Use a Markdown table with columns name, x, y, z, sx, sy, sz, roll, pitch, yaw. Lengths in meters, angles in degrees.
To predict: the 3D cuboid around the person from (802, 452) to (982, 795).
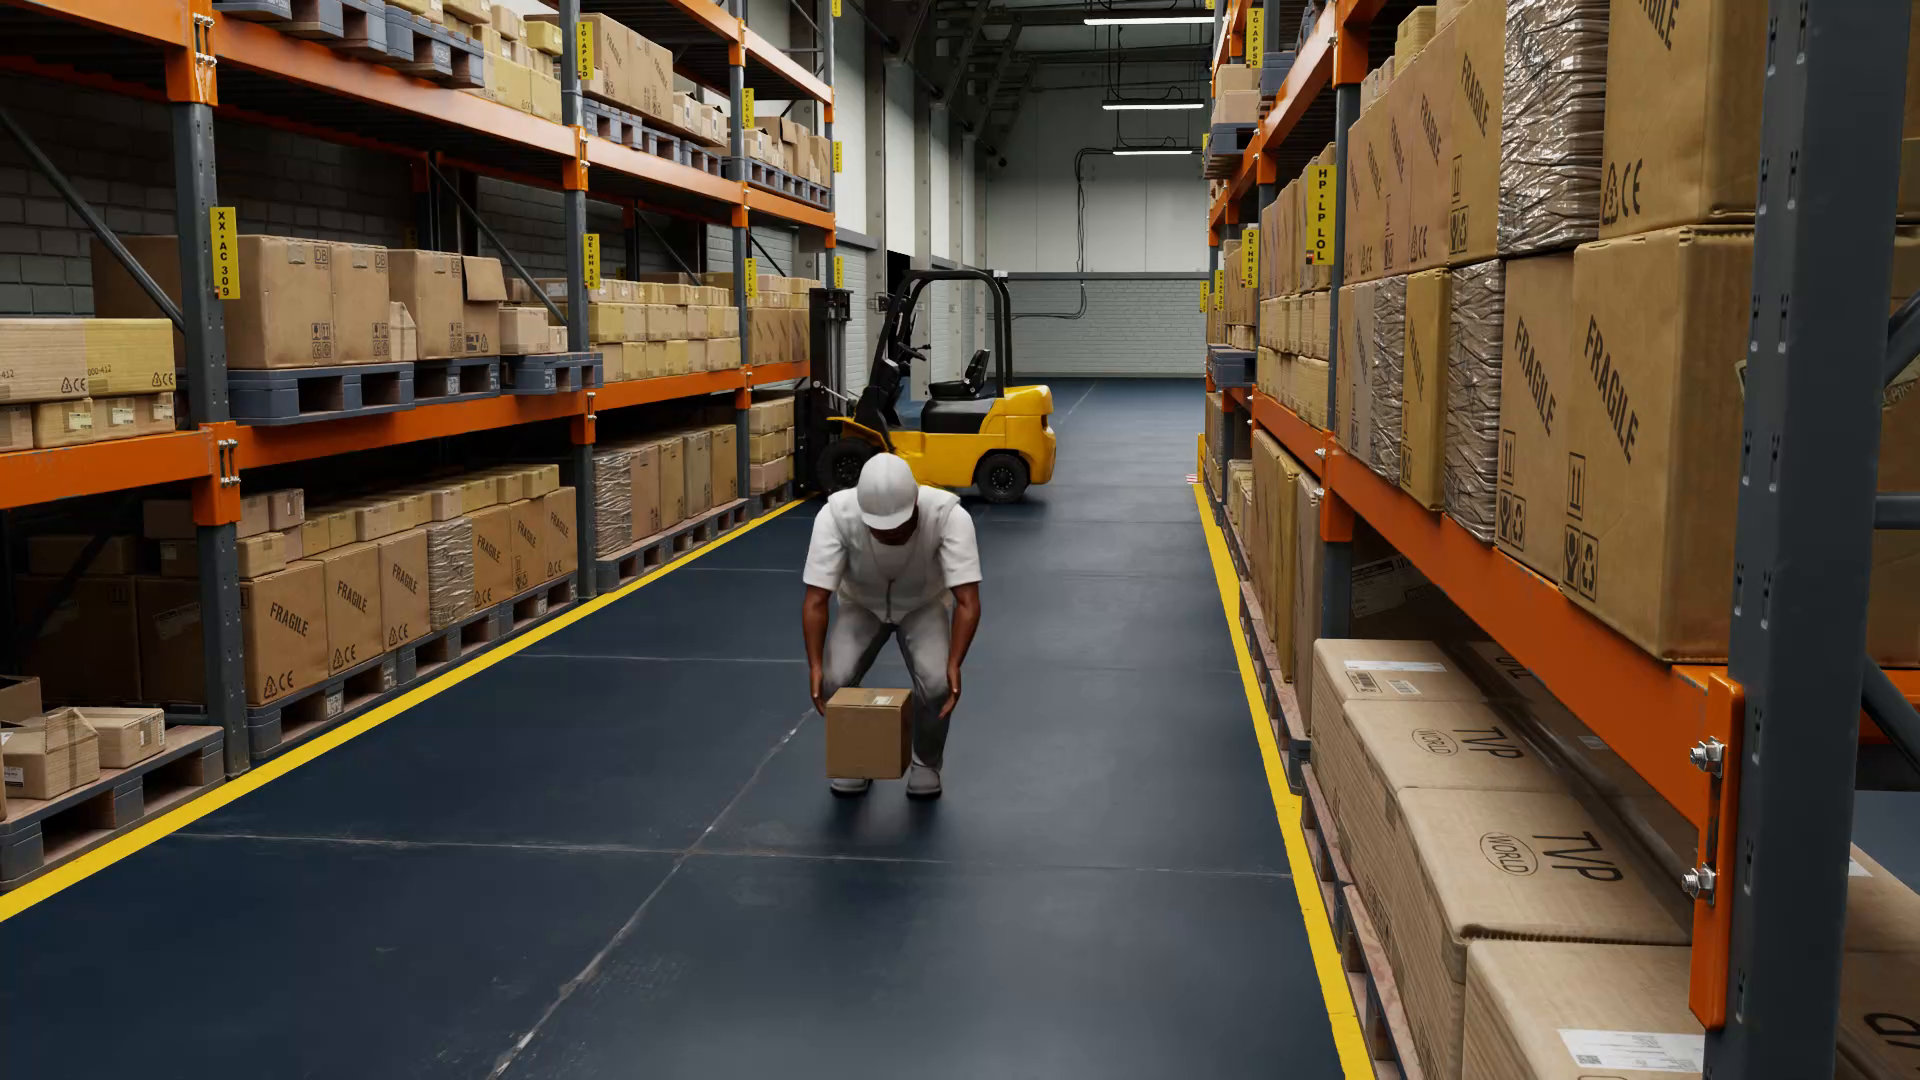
| name | x | y | z | sx | sy | sz | roll | pitch | yaw |
| --- | --- | --- | --- | --- | --- | --- | --- | --- | --- |
| person | -0.222 | 0.294 | 5.918 | 0.626 | 1.260 | 0.823 | 1 | 8 | 6 |
